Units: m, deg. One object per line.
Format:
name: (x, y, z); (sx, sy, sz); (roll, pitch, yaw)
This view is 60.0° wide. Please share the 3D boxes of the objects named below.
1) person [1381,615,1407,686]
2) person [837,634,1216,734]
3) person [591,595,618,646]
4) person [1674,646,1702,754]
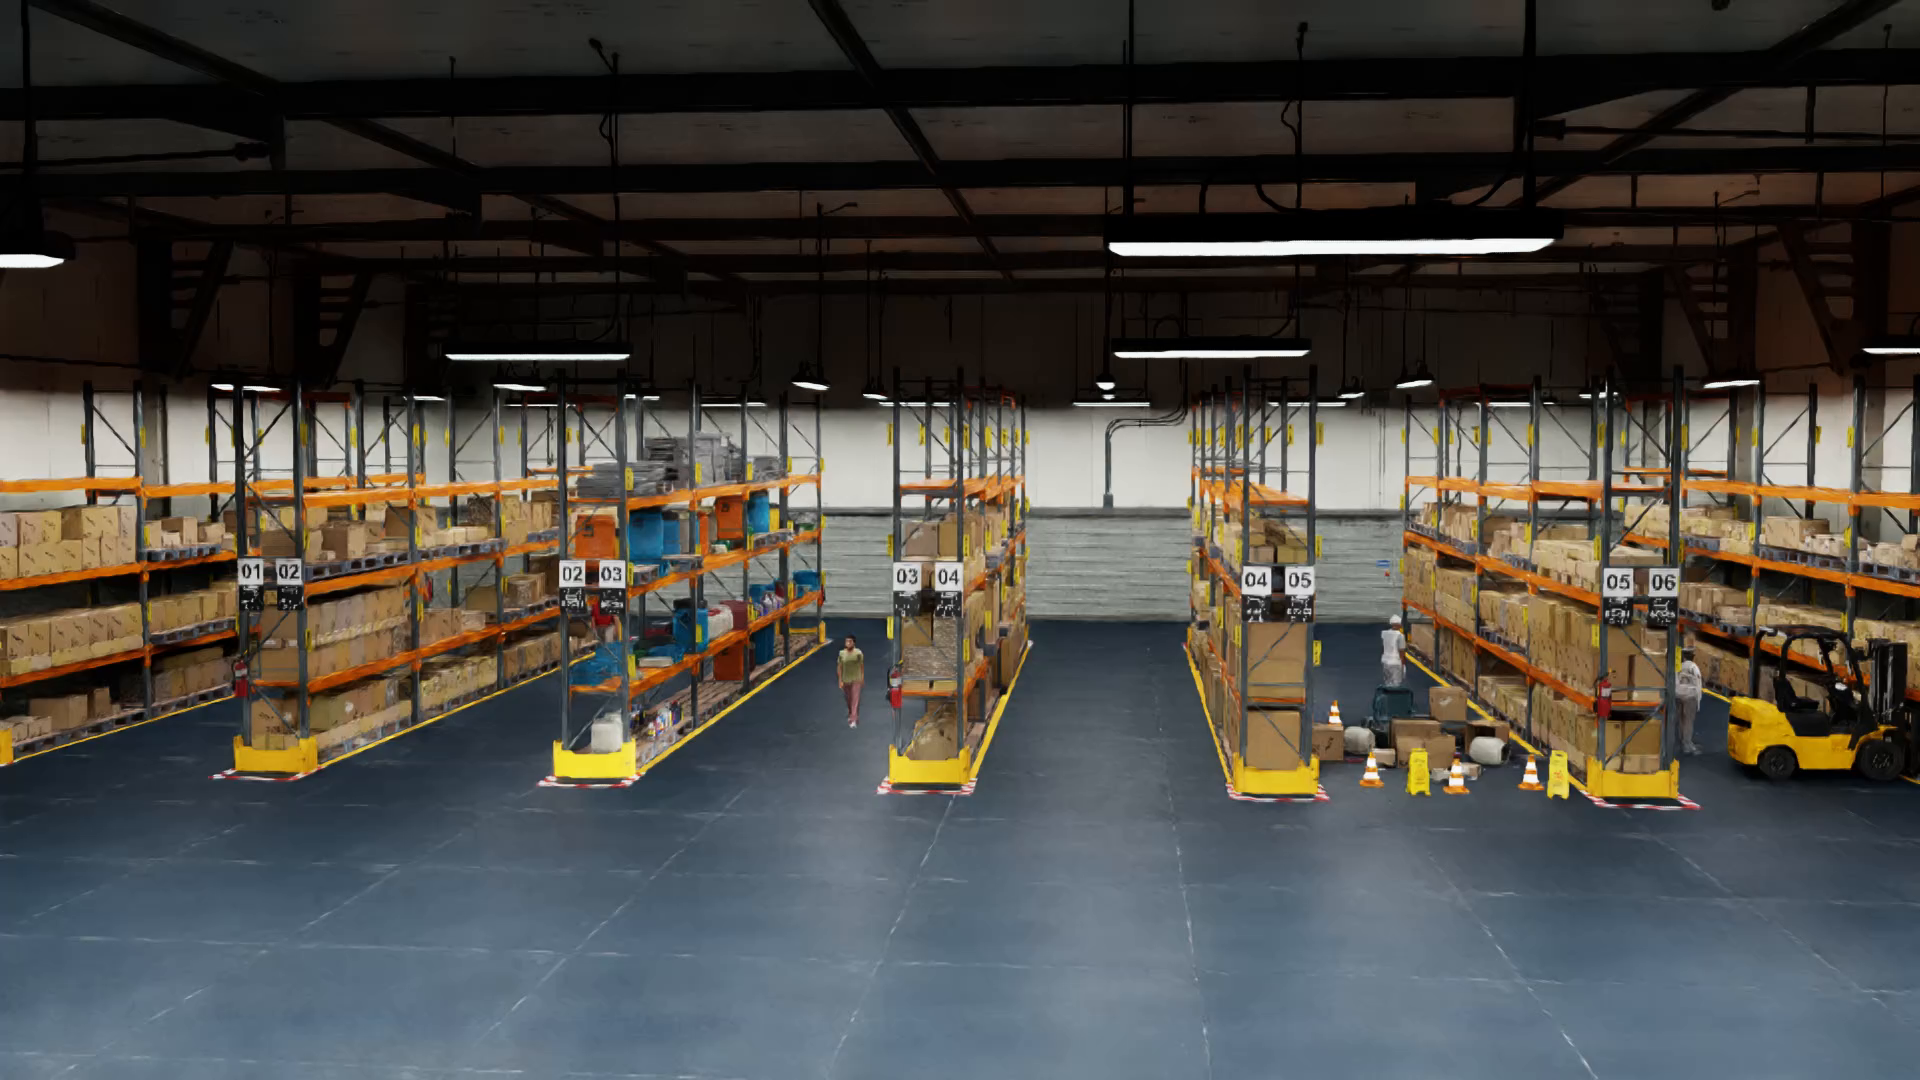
person: (7.833, 2.232, 29.897); (0.475, 1.789, 0.637); (-2, 4, -23)
person: (1.368, 2.336, 30.065); (6.573, 1.613, 4.620); (0, 4, 8)
person: (-7.747, 1.916, 36.081); (0.544, 1.641, 1.112); (0, 4, 7)
person: (11.583, 2.520, 26.345); (0.494, 1.677, 0.514); (-1, 4, -23)
